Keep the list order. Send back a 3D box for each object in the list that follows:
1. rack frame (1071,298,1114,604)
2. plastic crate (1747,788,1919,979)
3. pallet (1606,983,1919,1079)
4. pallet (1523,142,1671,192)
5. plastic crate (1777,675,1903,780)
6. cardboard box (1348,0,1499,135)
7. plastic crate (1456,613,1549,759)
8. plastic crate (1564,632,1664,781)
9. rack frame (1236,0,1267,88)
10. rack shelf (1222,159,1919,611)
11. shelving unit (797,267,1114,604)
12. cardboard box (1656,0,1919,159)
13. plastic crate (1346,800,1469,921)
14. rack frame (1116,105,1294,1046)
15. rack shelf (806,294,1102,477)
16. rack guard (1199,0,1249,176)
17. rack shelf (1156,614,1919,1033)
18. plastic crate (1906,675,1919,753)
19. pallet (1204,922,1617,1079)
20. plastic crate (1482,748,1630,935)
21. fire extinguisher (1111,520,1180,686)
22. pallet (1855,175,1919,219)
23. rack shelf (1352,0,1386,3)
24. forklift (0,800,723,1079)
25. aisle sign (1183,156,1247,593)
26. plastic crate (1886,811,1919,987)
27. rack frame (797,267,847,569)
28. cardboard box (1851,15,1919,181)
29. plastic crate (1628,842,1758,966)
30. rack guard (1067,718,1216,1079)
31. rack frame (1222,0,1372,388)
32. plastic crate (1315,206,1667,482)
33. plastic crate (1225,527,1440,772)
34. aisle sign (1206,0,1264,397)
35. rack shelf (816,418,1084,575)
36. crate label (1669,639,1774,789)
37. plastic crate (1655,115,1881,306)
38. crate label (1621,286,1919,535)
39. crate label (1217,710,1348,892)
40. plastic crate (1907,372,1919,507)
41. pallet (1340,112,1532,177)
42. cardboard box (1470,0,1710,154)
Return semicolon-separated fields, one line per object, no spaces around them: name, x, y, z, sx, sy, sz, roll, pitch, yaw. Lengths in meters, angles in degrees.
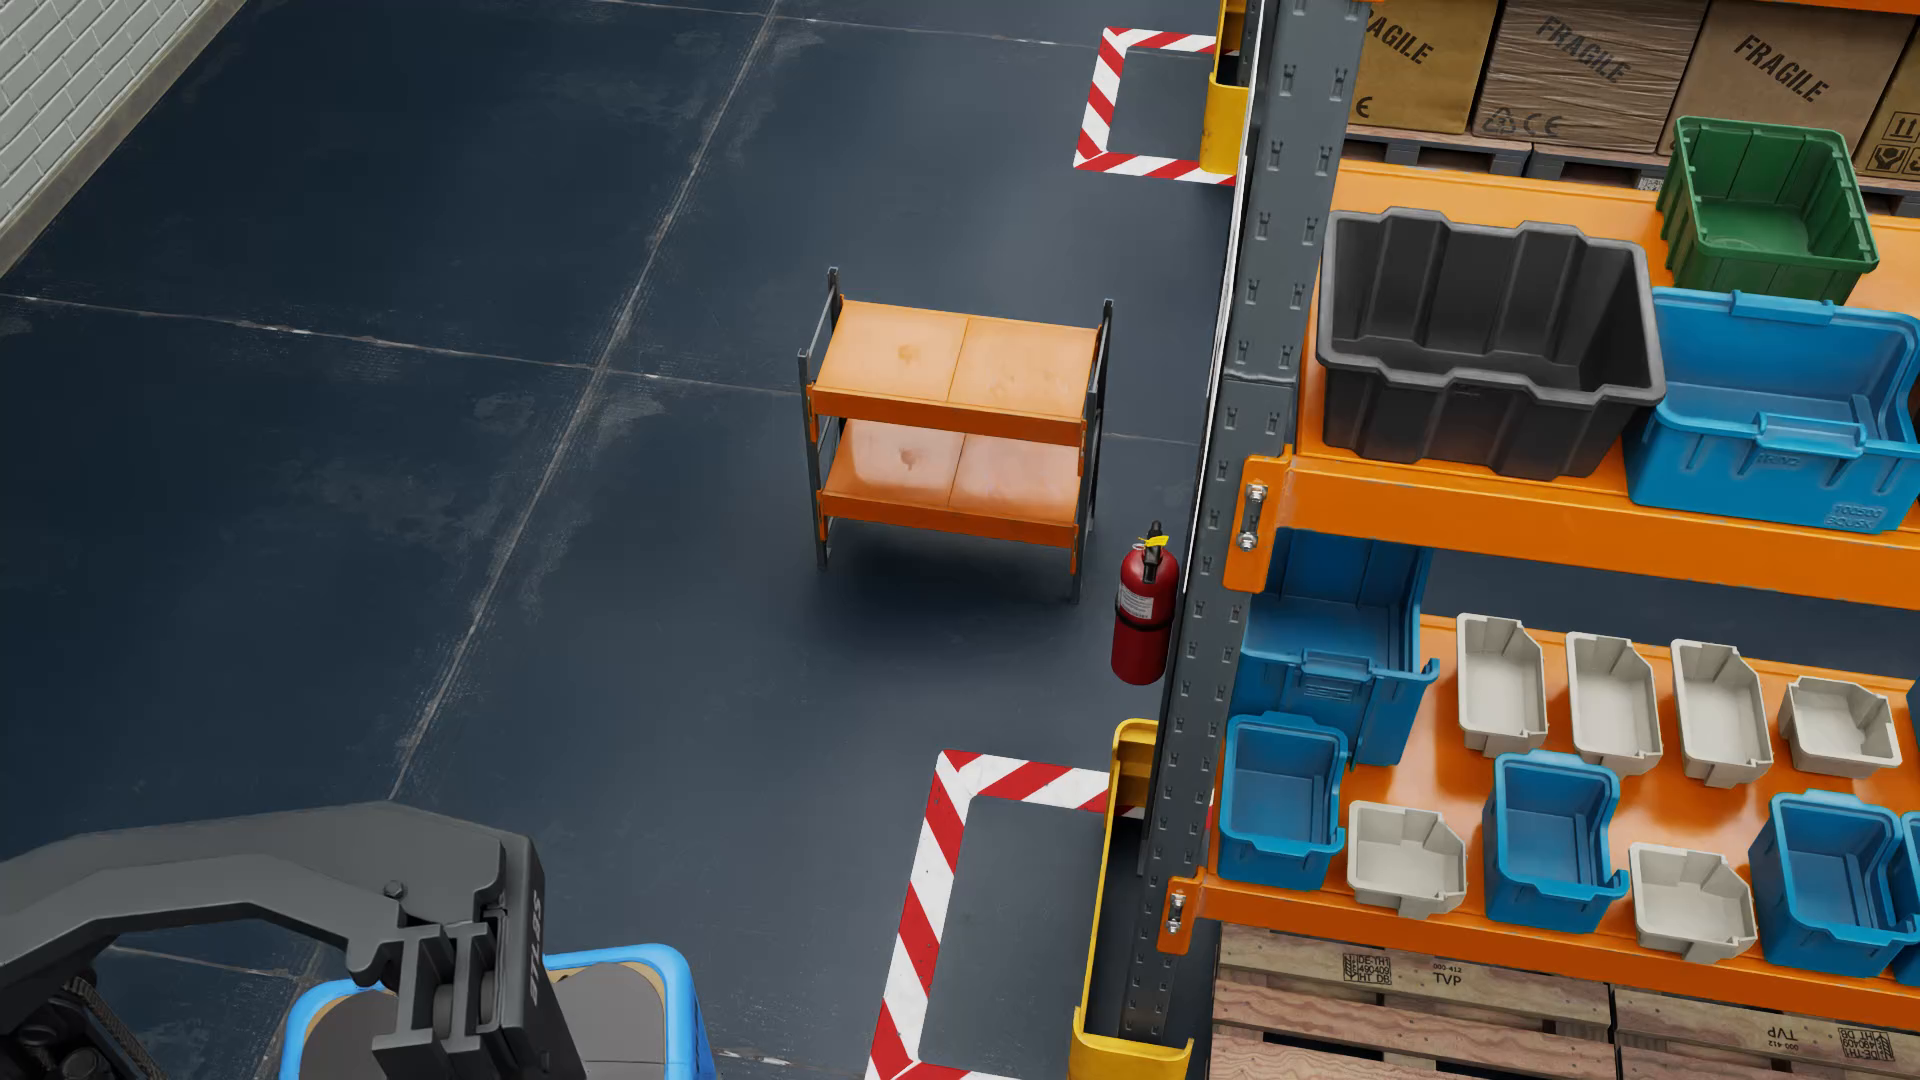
rack frame;0.494;-0.310;6.244;0.032;1.125;0.500;8;49;7
plastic crate;2.096;0.844;4.019;0.300;0.233;0.416;8;49;7
pallet;2.617;1.593;5.148;1.213;0.211;1.003;8;49;7
pallet;3.494;-2.121;8.486;1.213;0.211;1.003;8;49;7
plastic crate;2.306;0.498;4.395;0.250;0.136;0.298;8;49;7
cardboard box;2.141;-2.669;8.250;0.875;0.875;0.875;8;49;7
plastic crate;1.450;0.404;4.479;0.243;0.136;0.396;8;49;7
plastic crate;1.733;0.453;4.435;0.243;0.136;0.396;8;49;7
rack frame;1.497;-3.265;7.639;0.127;3.000;1.000;8;49;7
rack shelf;2.584;-0.137;3.295;4.000;0.370;1.077;8;49;7
shelving unit;-0.007;-0.377;6.304;1.048;1.125;0.538;8;49;7
cardboard box;3.912;-2.431;8.036;0.875;0.875;0.875;8;49;7
plastic crate;1.101;0.806;4.119;0.298;0.136;0.250;8;49;7
rack frame;0.616;0.361;4.381;0.127;3.000;1.000;8;49;7
rack shelf;-0.007;-0.572;6.087;1.000;0.278;0.538;8;49;7
rack guard;1.473;-2.432;8.571;0.348;0.500;1.175;8;49;7
rack shelf;2.584;0.866;4.411;4.000;0.370;1.077;8;49;7
plastic crate;2.682;0.481;4.346;0.300;0.233;0.416;8;49;7
pallet;1.420;1.430;5.295;1.213;0.211;1.003;8;49;7
plastic crate;1.448;0.757;4.097;0.300;0.233;0.416;8;49;7
fire extinguisher;0.548;0.159;4.866;0.183;0.674;0.296;8;49;7
pallet;4.698;-1.961;8.342;1.213;0.211;1.003;8;49;7
rack shelf;2.584;-1.006;2.328;4.000;0.370;1.077;8;49;7
forklift;-1.023;1.922;3.025;1.130;2.935;3.031;-6;48;-5
aisle sign;0.492;-0.300;3.227;0.004;0.787;0.394;8;49;7
plastic crate;2.391;0.884;3.983;0.300;0.233;0.416;8;49;7
rack frame;-0.507;-0.444;6.365;0.032;1.125;0.500;8;49;7
cardboard box;4.798;-2.312;7.929;0.875;0.875;0.875;8;49;7
plastic crate;1.769;0.895;4.038;0.298;0.136;0.250;8;49;7
rack guard;0.590;1.203;5.305;0.348;0.500;1.175;8;49;7
rack frame;0.616;-1.644;2.150;0.127;3.000;1.000;8;49;7
plastic crate;0.945;-0.343;3.085;0.590;0.269;0.497;8;49;7
plastic crate;0.978;0.236;4.429;0.499;0.435;0.616;8;49;7
aisle sign;0.597;-0.732;3.615;0.004;0.787;0.394;8;49;7
rack shelf;-0.007;-0.213;6.486;1.000;0.278;0.538;8;49;7
crate label;2.011;0.472;4.418;0.243;0.136;0.396;8;49;7
plastic crate;1.637;-0.650;3.415;0.336;0.188;0.450;8;49;7
crate label;1.466;-0.234;2.999;0.502;0.251;0.408;8;49;7
crate label;0.800;0.670;4.175;0.303;0.233;0.416;8;49;7
plastic crate;2.070;-0.218;2.926;0.767;0.338;0.504;8;49;7
pallet;2.297;-2.284;8.633;1.213;0.211;1.003;8;49;7
cardboard box;3.036;-2.548;8.141;0.875;0.875;0.875;8;49;7
